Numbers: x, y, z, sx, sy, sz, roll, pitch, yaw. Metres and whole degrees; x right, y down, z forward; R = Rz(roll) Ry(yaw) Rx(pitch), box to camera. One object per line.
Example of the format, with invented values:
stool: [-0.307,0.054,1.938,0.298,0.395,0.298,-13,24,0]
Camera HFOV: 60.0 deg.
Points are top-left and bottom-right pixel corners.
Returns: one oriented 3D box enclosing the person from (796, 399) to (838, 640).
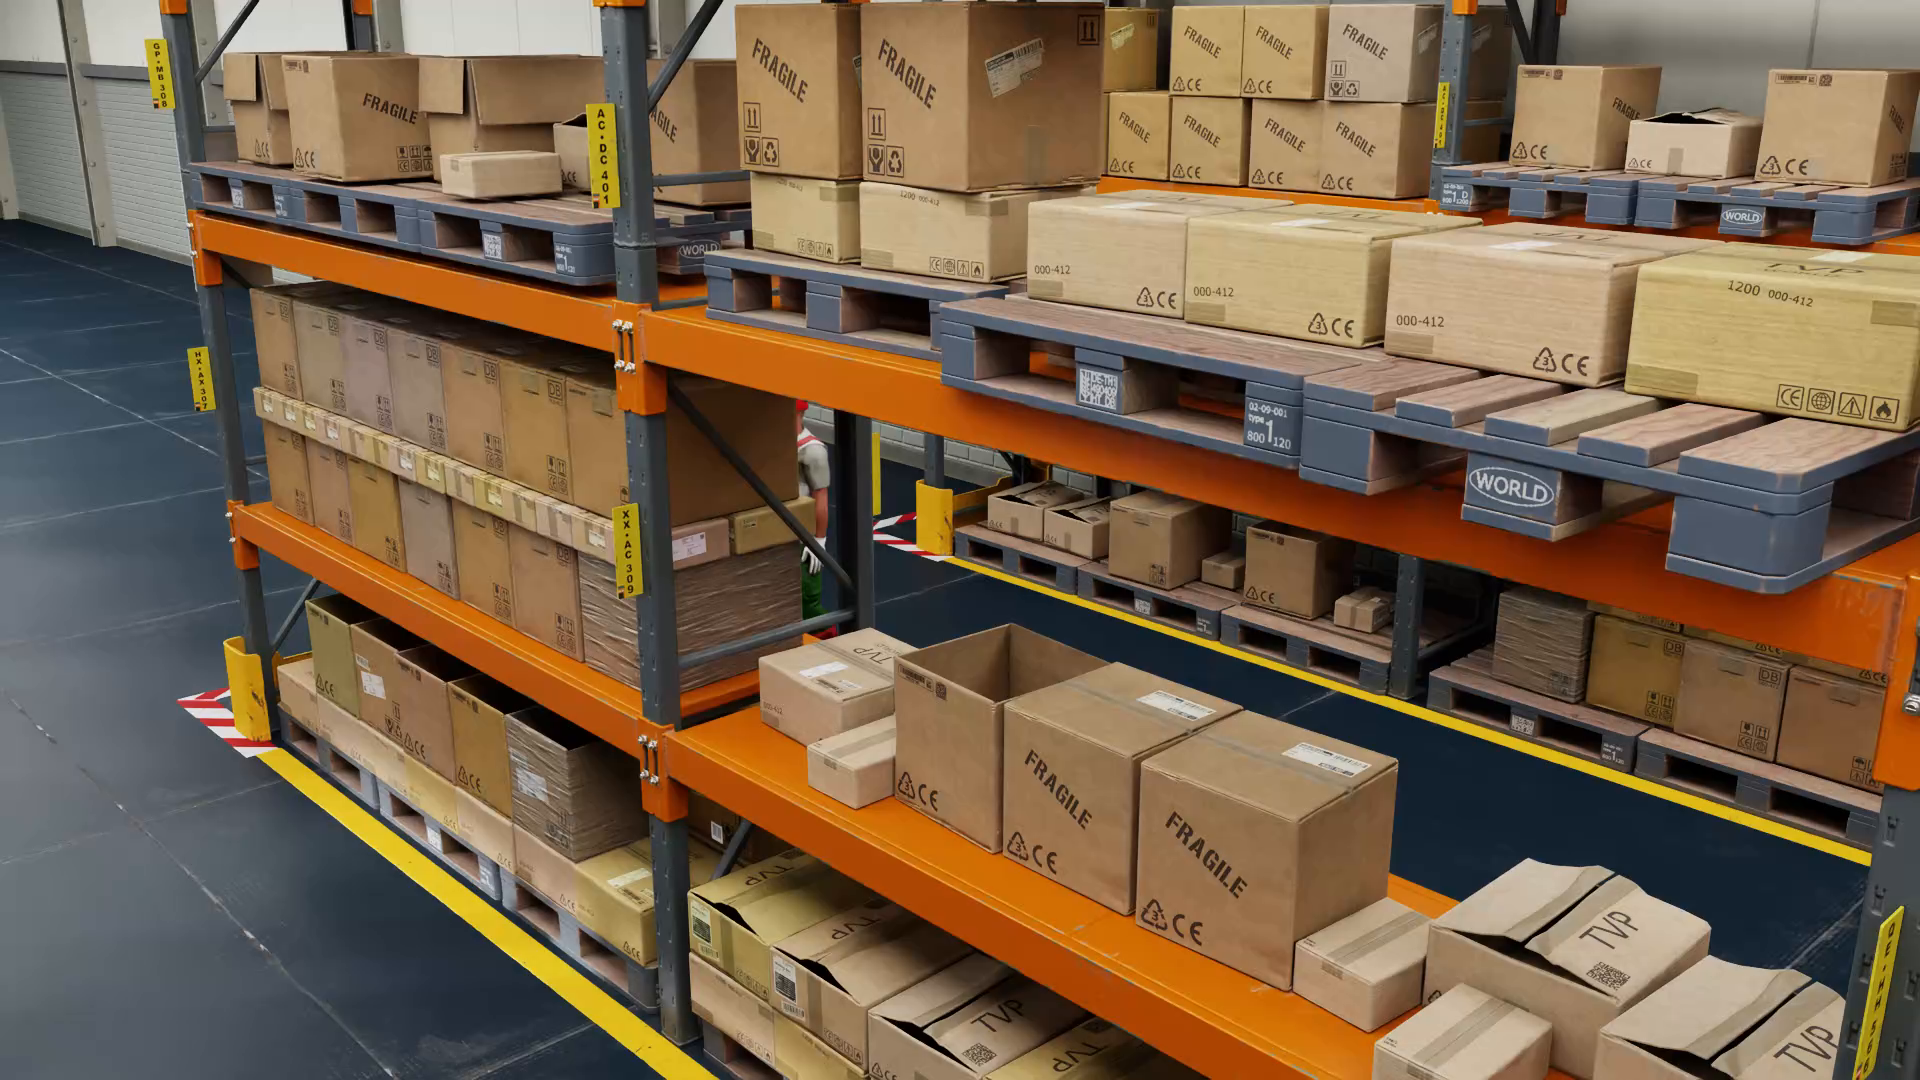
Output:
person: [-0.999,-0.012,9.531,0.579,1.800,0.569,-13,21,-36]
